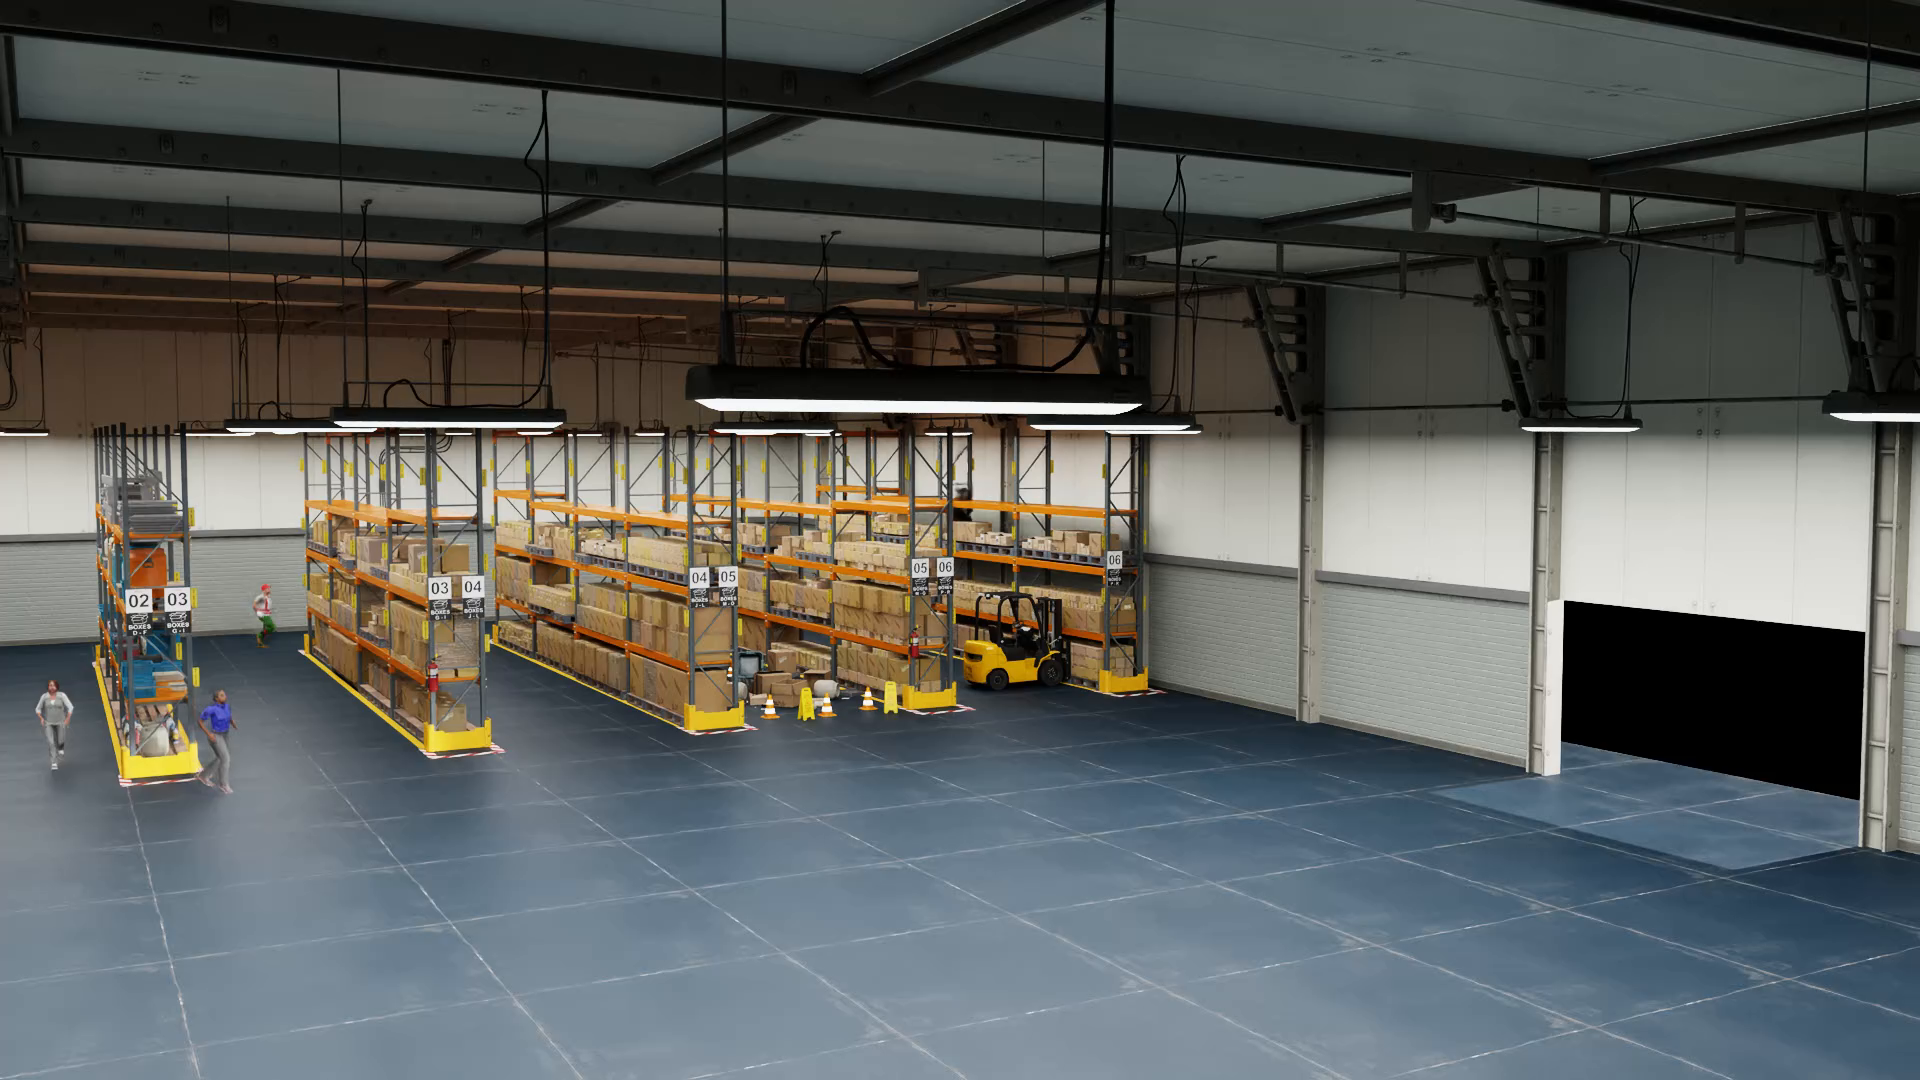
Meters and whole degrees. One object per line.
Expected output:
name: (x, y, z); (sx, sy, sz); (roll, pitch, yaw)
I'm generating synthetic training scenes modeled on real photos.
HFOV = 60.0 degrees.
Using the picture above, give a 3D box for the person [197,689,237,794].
person: (-12.088, 3.273, 27.052); (0.713, 1.716, 0.606); (1, 4, 14)

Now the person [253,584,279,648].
person: (-19.044, 2.084, 45.683); (0.569, 1.736, 0.657); (0, 3, -4)

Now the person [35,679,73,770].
person: (-15.759, 3.236, 28.940); (0.583, 1.461, 0.594); (-2, 4, -26)
